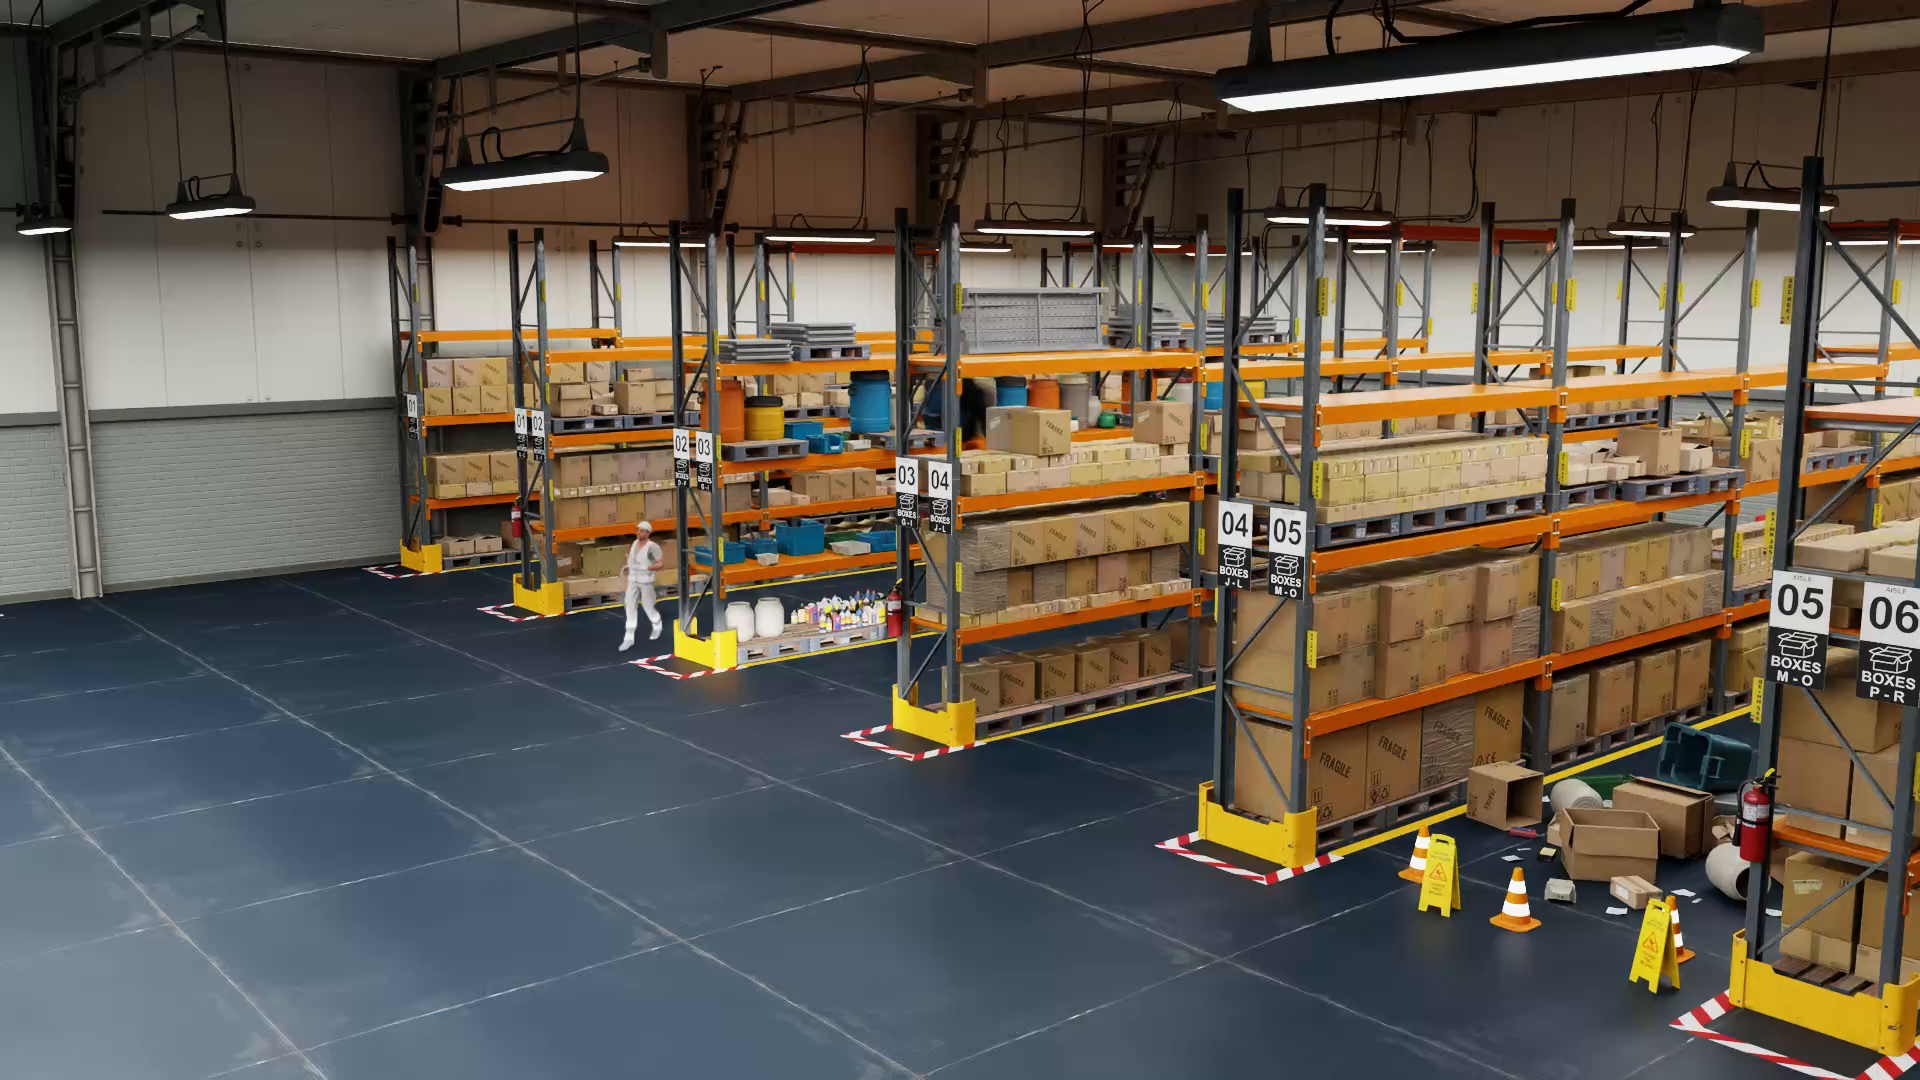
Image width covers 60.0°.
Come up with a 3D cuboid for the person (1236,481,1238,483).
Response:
[{"bbox_3d":[5.540,-0.983,34.368,0.718,1.812,0.906,8,12,40],"label":"person"}]

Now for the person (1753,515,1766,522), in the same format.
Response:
[{"bbox_3d":[12.311,0.440,25.455,0.656,1.716,0.861,8,12,41],"label":"person"}]

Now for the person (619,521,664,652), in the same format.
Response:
[{"bbox_3d":[-4.543,0.633,23.796,0.721,1.802,0.935,3,9,21],"label":"person"}]
